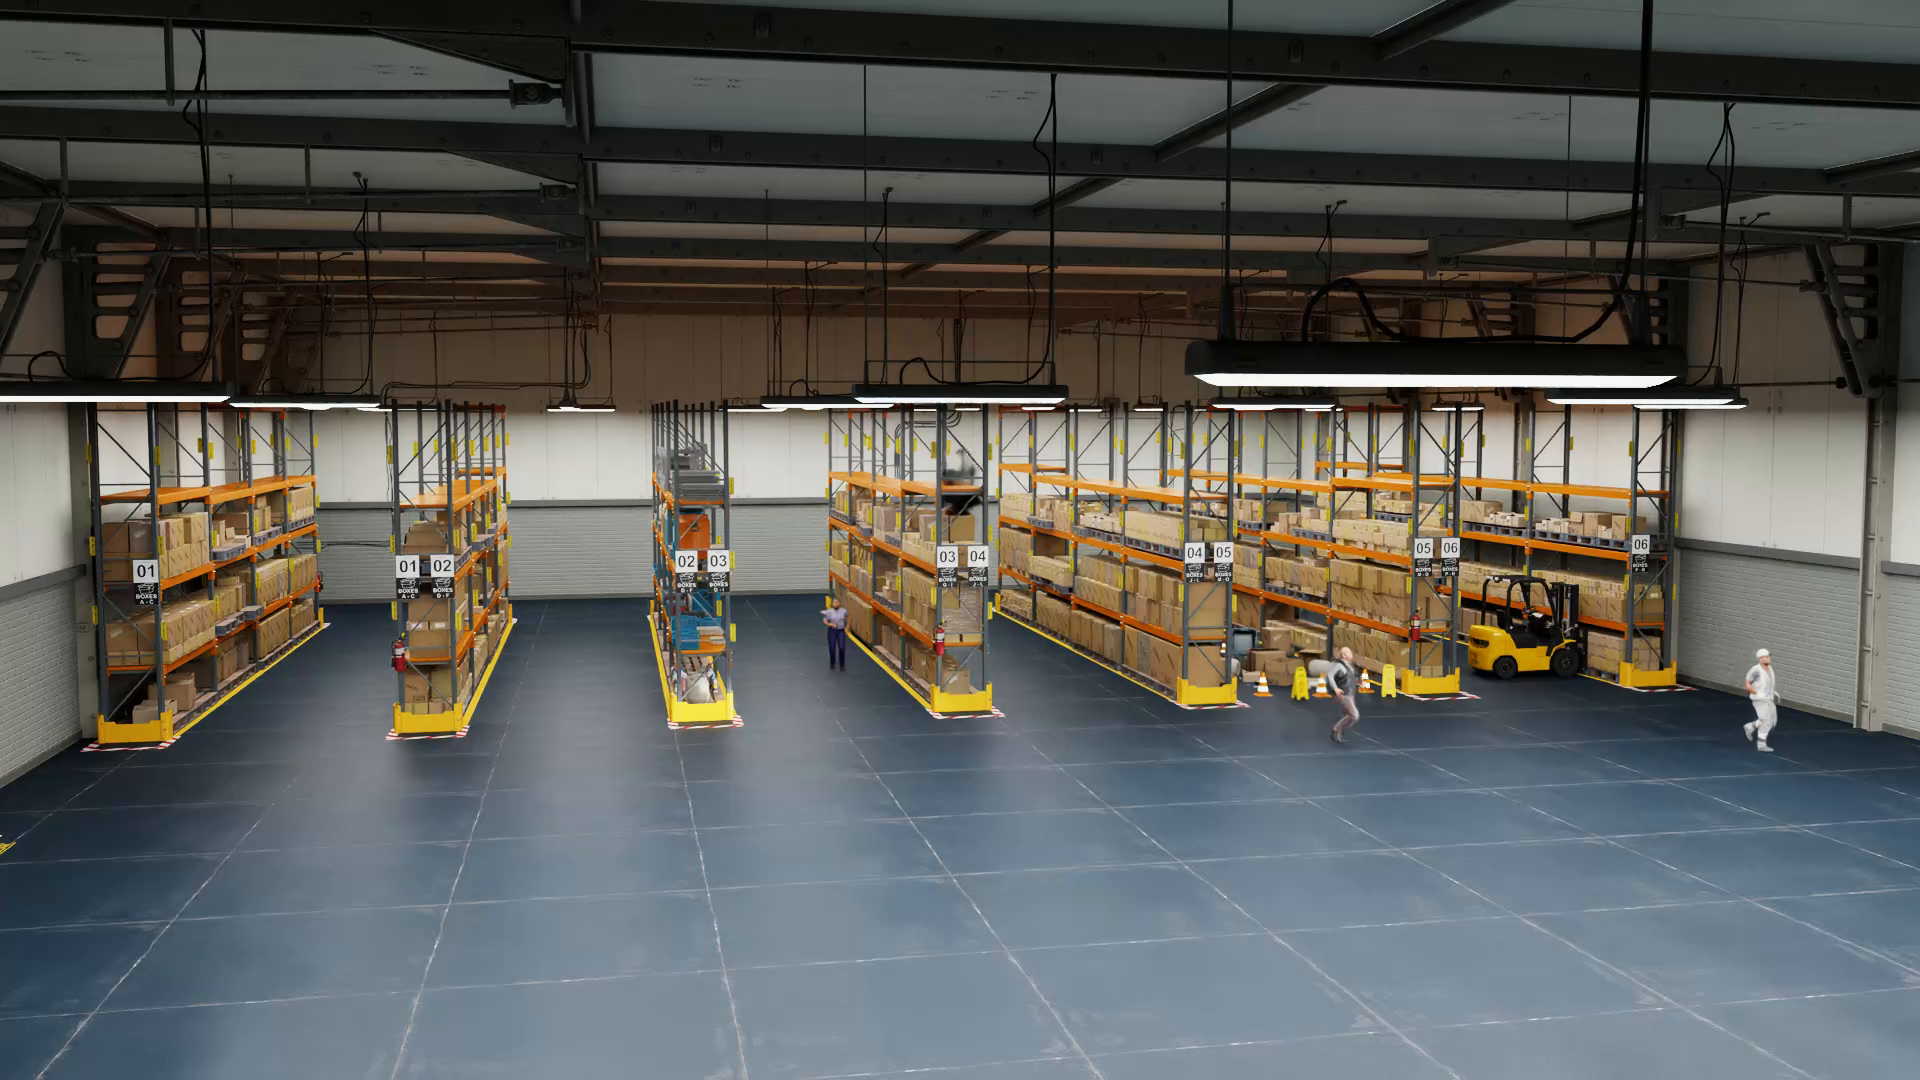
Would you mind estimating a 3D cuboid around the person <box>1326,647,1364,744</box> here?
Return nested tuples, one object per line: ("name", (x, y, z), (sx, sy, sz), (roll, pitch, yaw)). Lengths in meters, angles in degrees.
("person", (6.688, 2.697, 28.757), (0.557, 1.691, 0.708), (3, 5, 37))

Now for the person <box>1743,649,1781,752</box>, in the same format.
("person", (13.618, 2.716, 28.346), (0.702, 1.742, 0.637), (-2, 5, -30))

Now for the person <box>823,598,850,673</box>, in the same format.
("person", (-2.738, 2.135, 37.046), (0.616, 1.713, 0.717), (-1, 4, -9))
